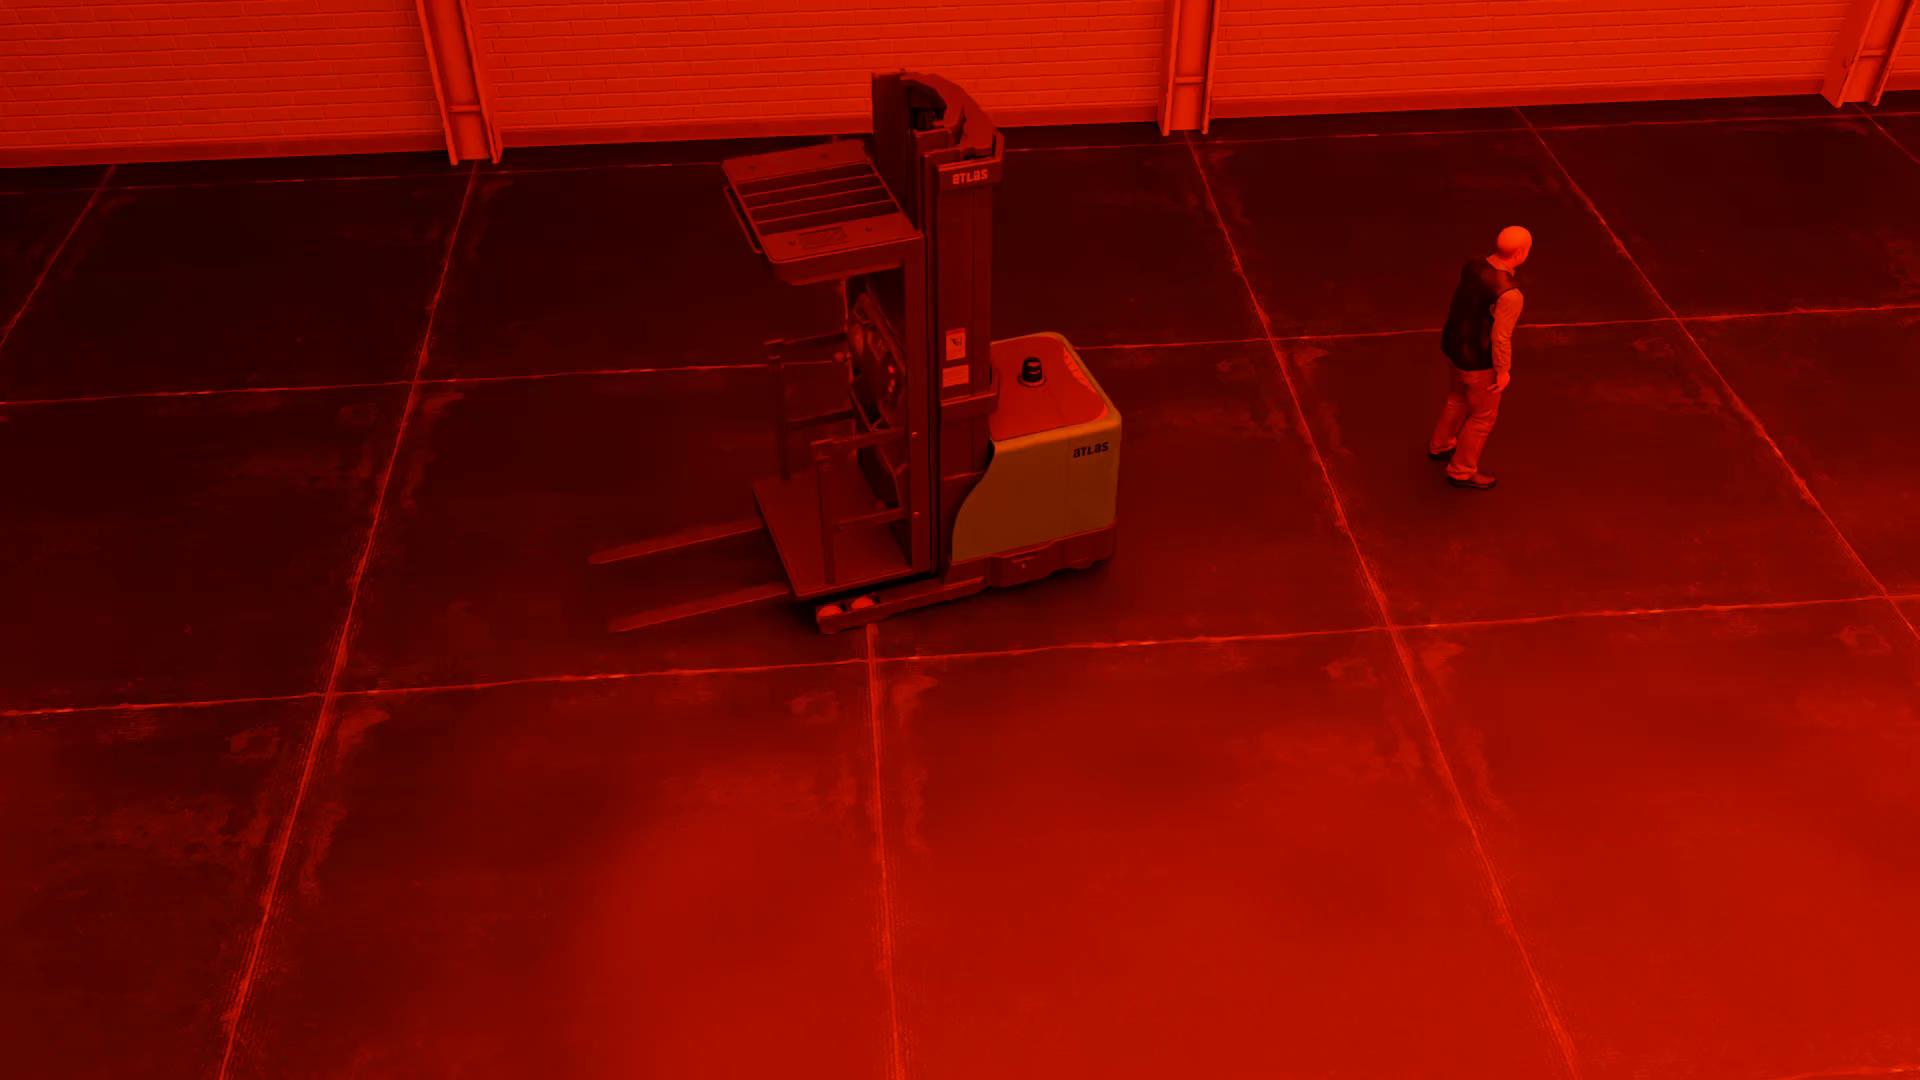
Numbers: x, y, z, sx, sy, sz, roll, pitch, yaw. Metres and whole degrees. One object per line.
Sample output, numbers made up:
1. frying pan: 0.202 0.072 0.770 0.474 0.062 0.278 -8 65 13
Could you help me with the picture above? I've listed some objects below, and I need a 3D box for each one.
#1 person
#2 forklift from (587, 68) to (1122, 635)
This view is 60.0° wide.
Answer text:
1. person: 3.169 -1.136 10.200 0.426 1.719 0.579 -9 41 -11
2. forklift: -0.642 -0.962 9.063 3.031 2.935 1.130 -13 42 -15
